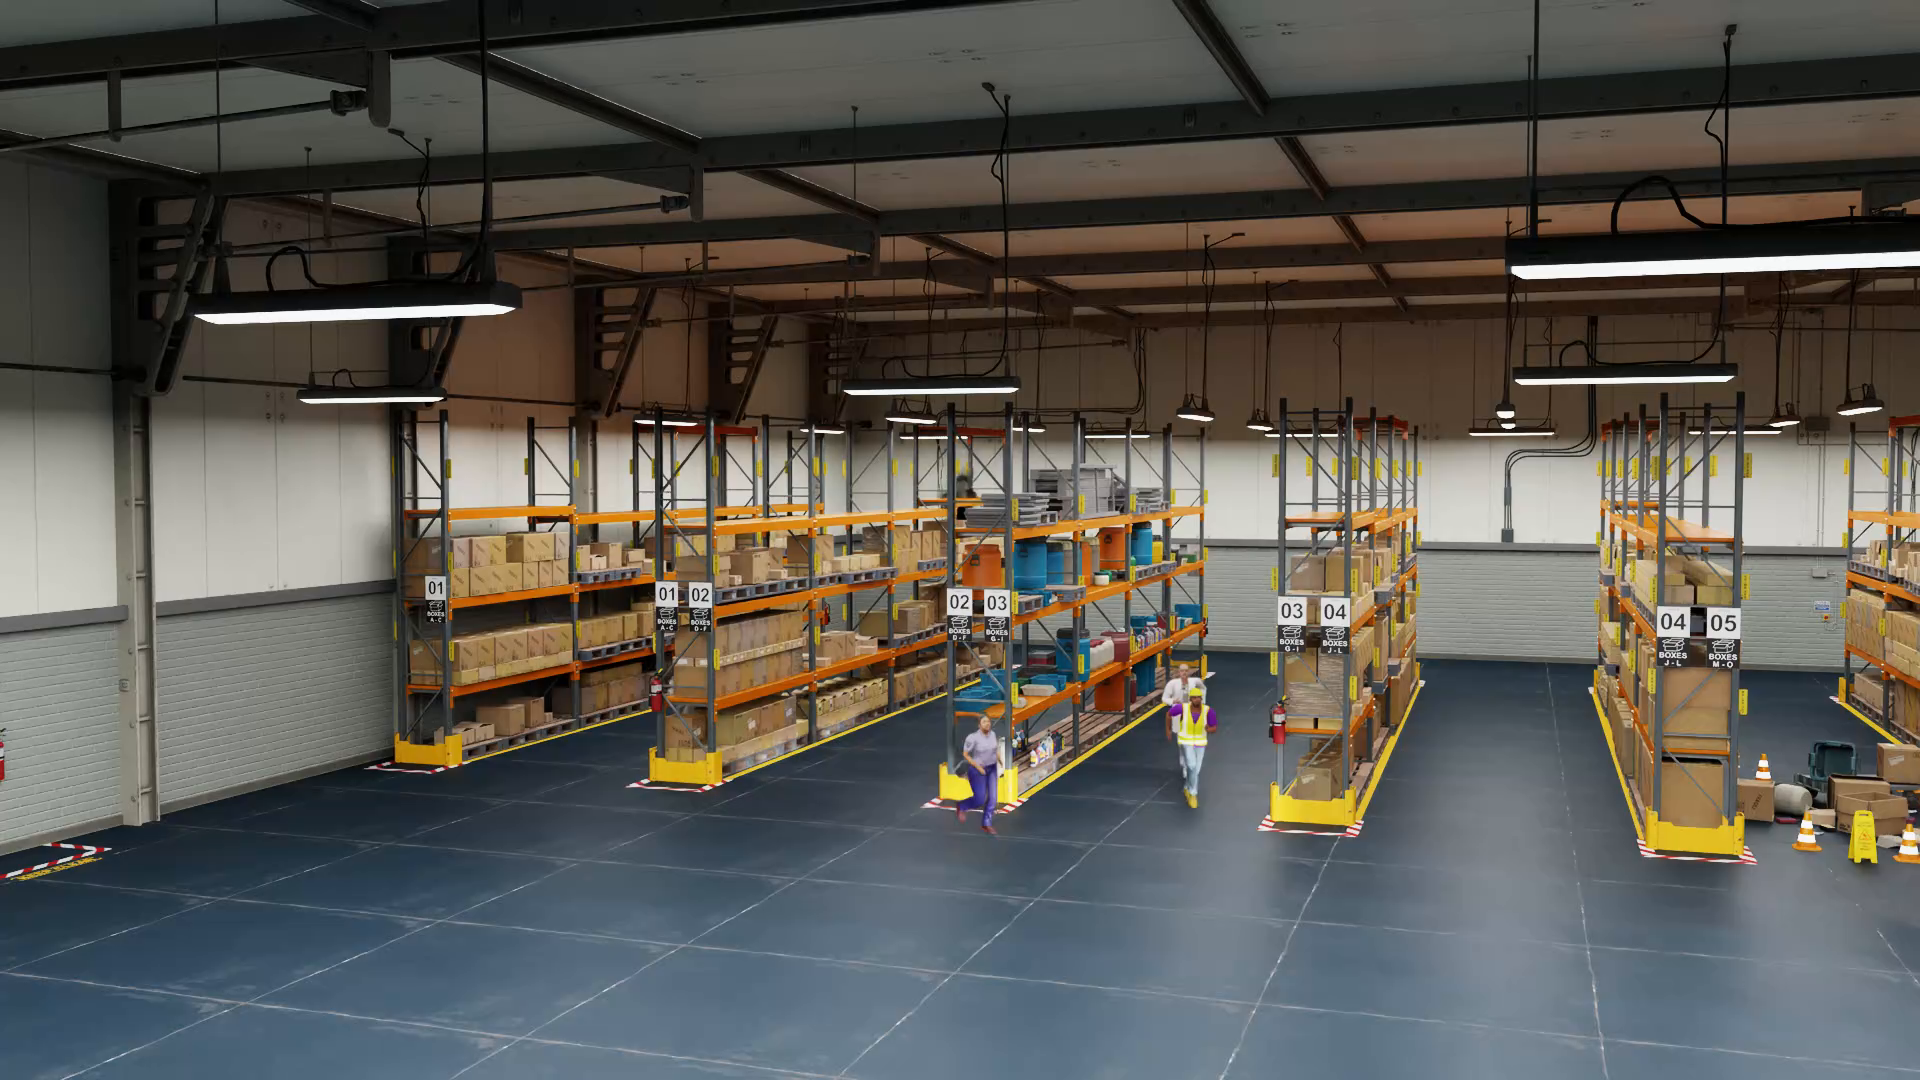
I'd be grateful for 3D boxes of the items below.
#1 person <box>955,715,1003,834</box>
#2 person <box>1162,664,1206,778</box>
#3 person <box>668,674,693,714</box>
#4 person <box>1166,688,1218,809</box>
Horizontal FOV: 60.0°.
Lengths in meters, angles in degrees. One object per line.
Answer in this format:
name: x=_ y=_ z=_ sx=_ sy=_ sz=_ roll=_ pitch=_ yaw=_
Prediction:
person: x=0.297 y=3.222 z=23.030 sx=0.609 sy=1.632 sz=0.668 roll=-2 pitch=3 yaw=-36
person: x=3.692 y=2.958 z=27.382 sx=0.738 sy=1.853 sz=0.972 roll=0 pitch=2 yaw=5
person: x=-4.942 y=2.926 z=29.773 sx=0.649 sy=1.654 sz=0.632 roll=1 pitch=2 yaw=12
person: x=3.453 y=3.069 z=24.712 sx=0.729 sy=1.786 sz=0.836 roll=0 pitch=2 yaw=-4
